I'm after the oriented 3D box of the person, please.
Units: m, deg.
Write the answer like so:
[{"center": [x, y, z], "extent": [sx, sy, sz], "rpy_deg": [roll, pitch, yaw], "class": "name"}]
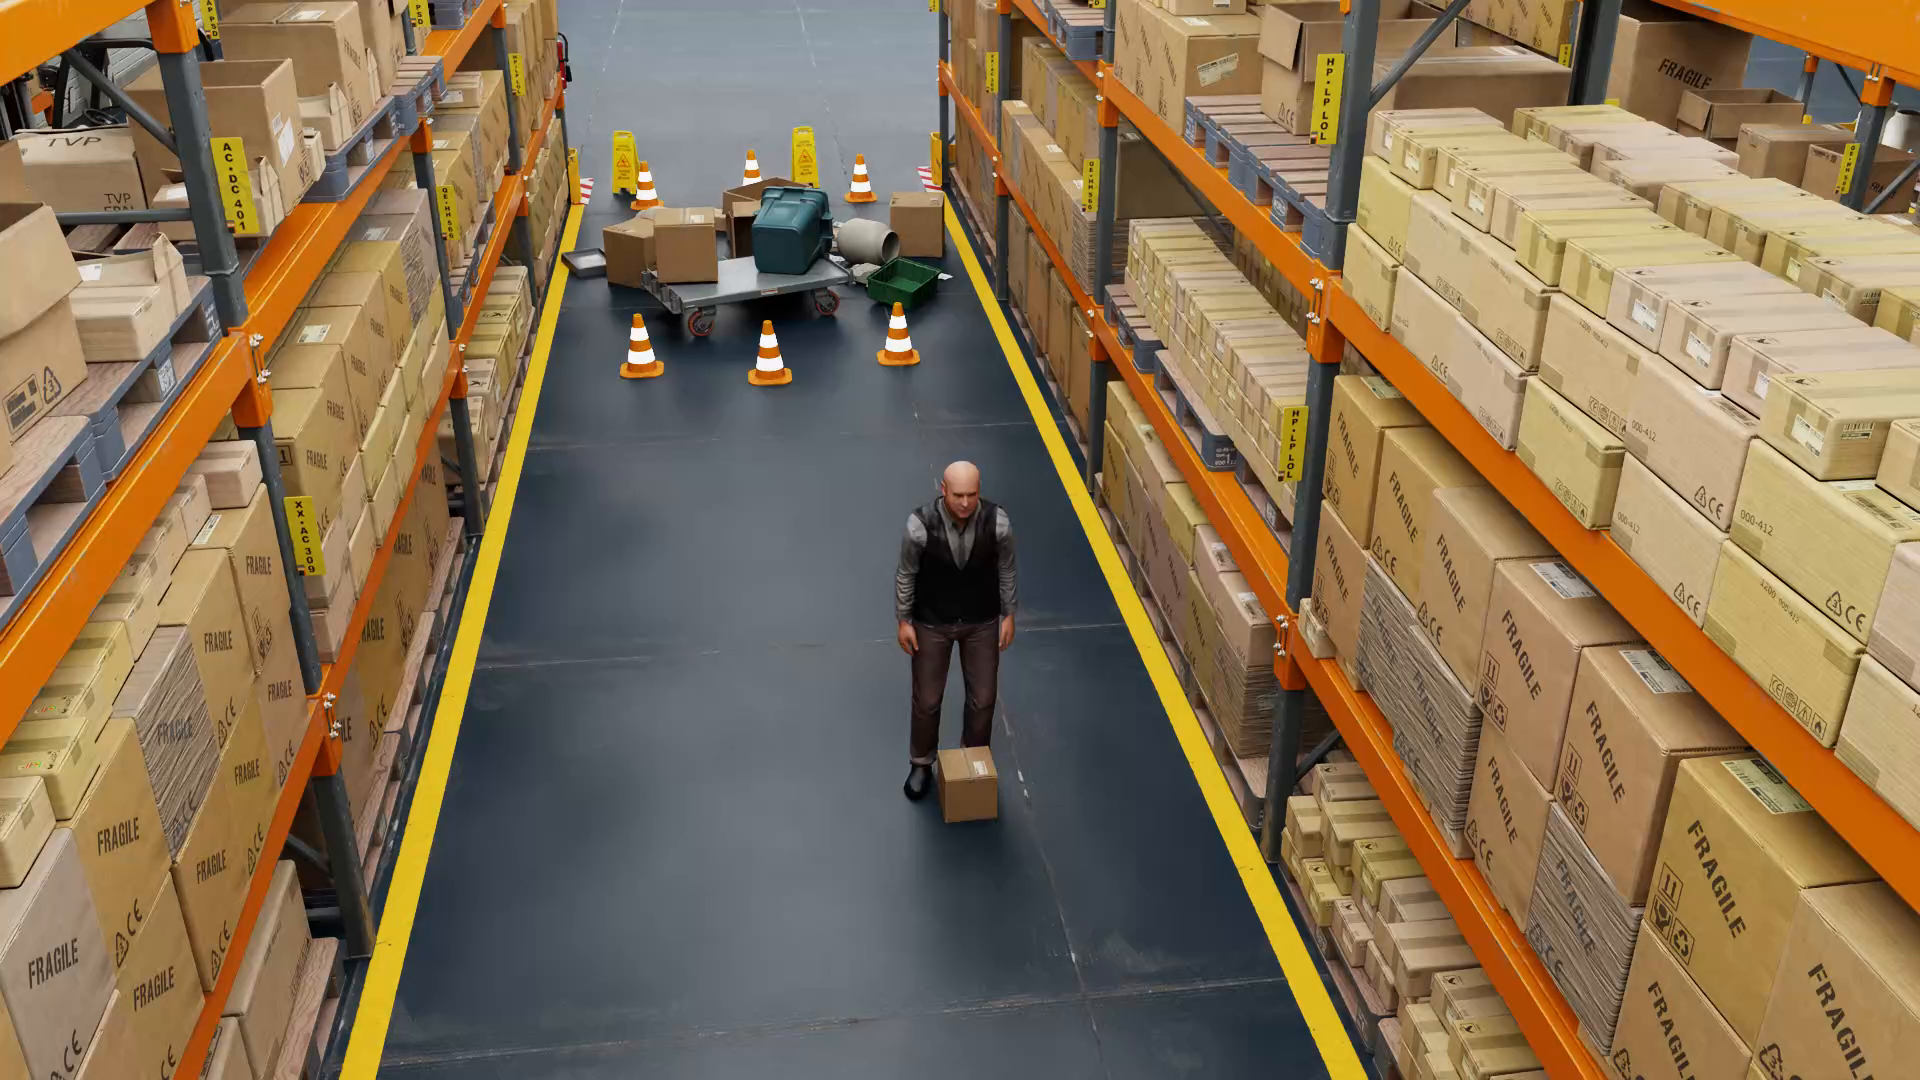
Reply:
[{"center": [-0.015, 0.399, 7.859], "extent": [0.580, 1.721, 0.464], "rpy_deg": [-3, 27, -7], "class": "person"}]
